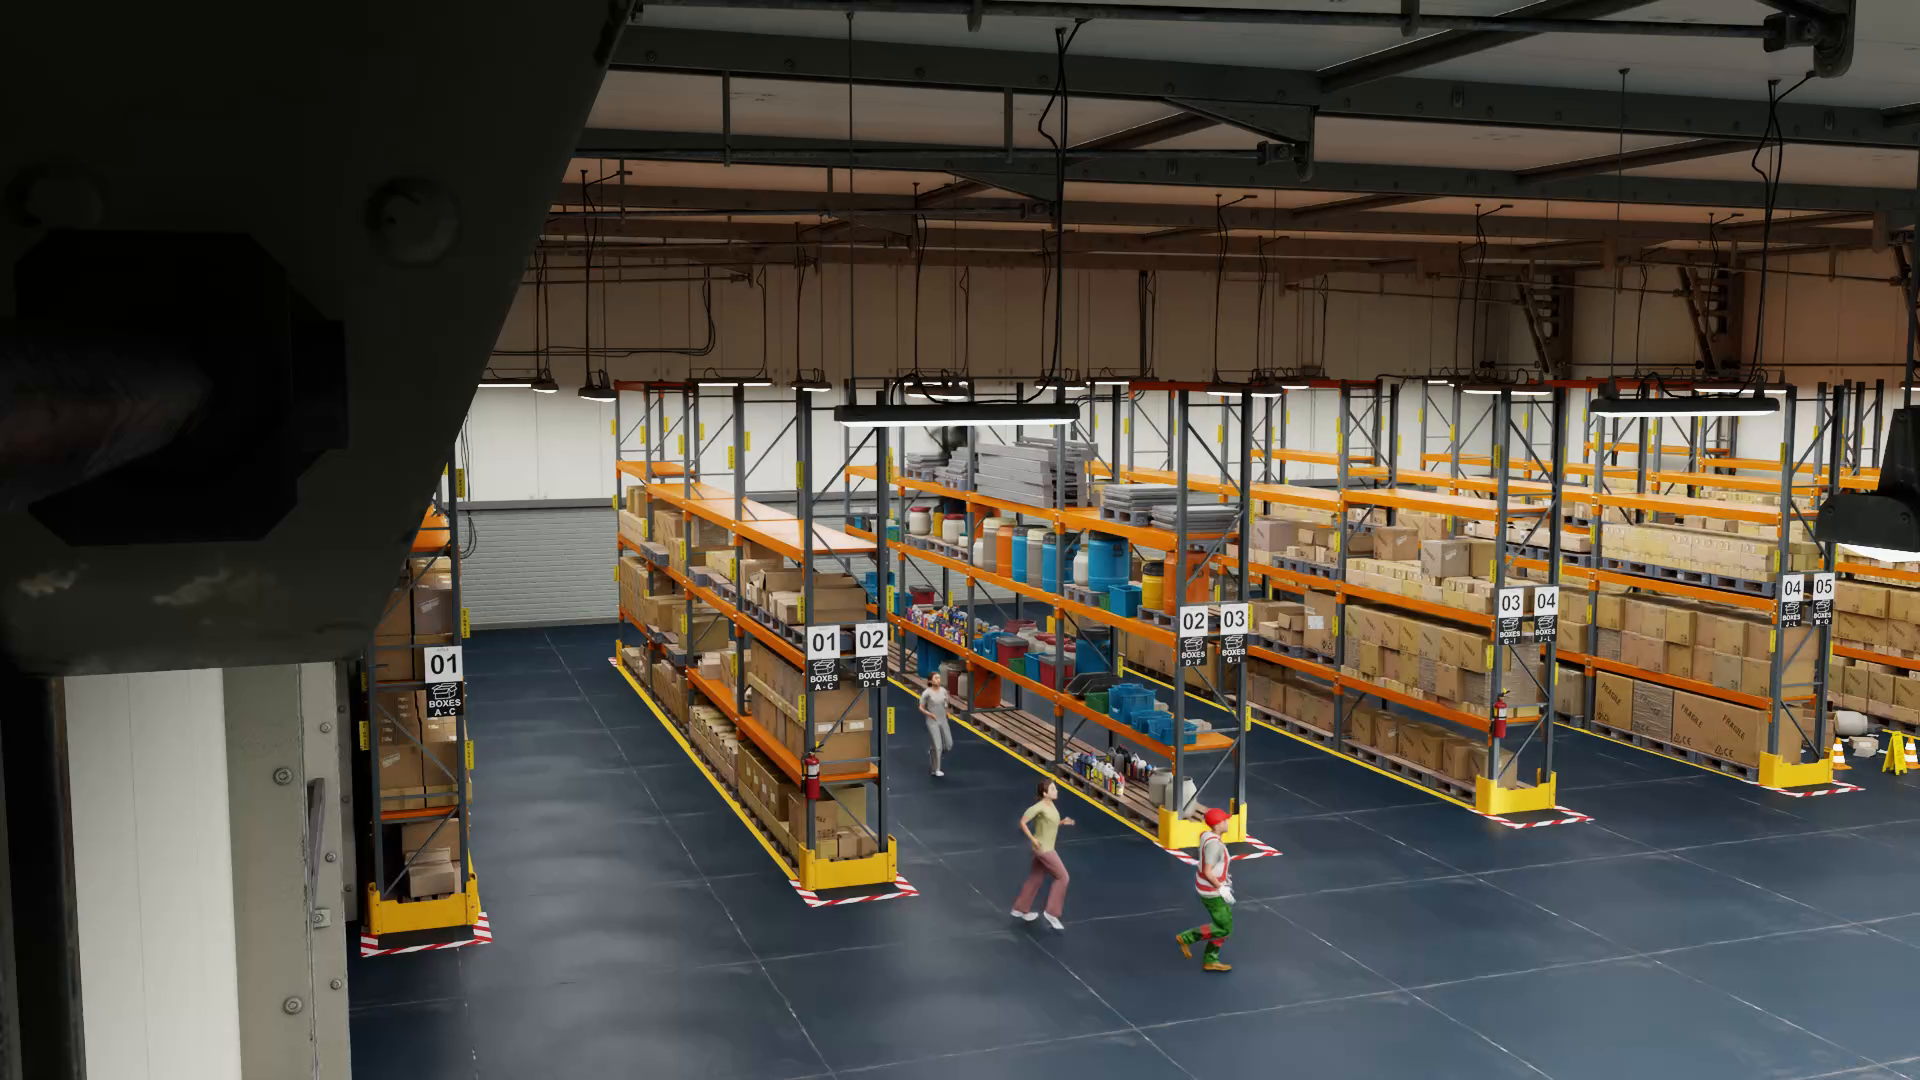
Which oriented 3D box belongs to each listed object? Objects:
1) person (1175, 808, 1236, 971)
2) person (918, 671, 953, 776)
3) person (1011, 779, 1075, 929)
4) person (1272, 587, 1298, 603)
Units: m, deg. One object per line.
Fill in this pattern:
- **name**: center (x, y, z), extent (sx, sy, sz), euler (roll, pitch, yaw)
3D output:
- **person**: center (2.554, 3.646, 17.350), extent (0.630, 1.736, 0.646), euler (0, 6, 2)
- **person**: center (-0.369, 2.818, 25.599), extent (0.561, 1.621, 0.584), euler (-4, 7, -32)
- **person**: center (0.935, 3.534, 18.785), extent (0.717, 1.725, 0.546), euler (1, 6, 9)
- **person**: center (8.057, 1.058, 41.630), extent (0.924, 1.783, 0.699), euler (-2, 6, -14)
